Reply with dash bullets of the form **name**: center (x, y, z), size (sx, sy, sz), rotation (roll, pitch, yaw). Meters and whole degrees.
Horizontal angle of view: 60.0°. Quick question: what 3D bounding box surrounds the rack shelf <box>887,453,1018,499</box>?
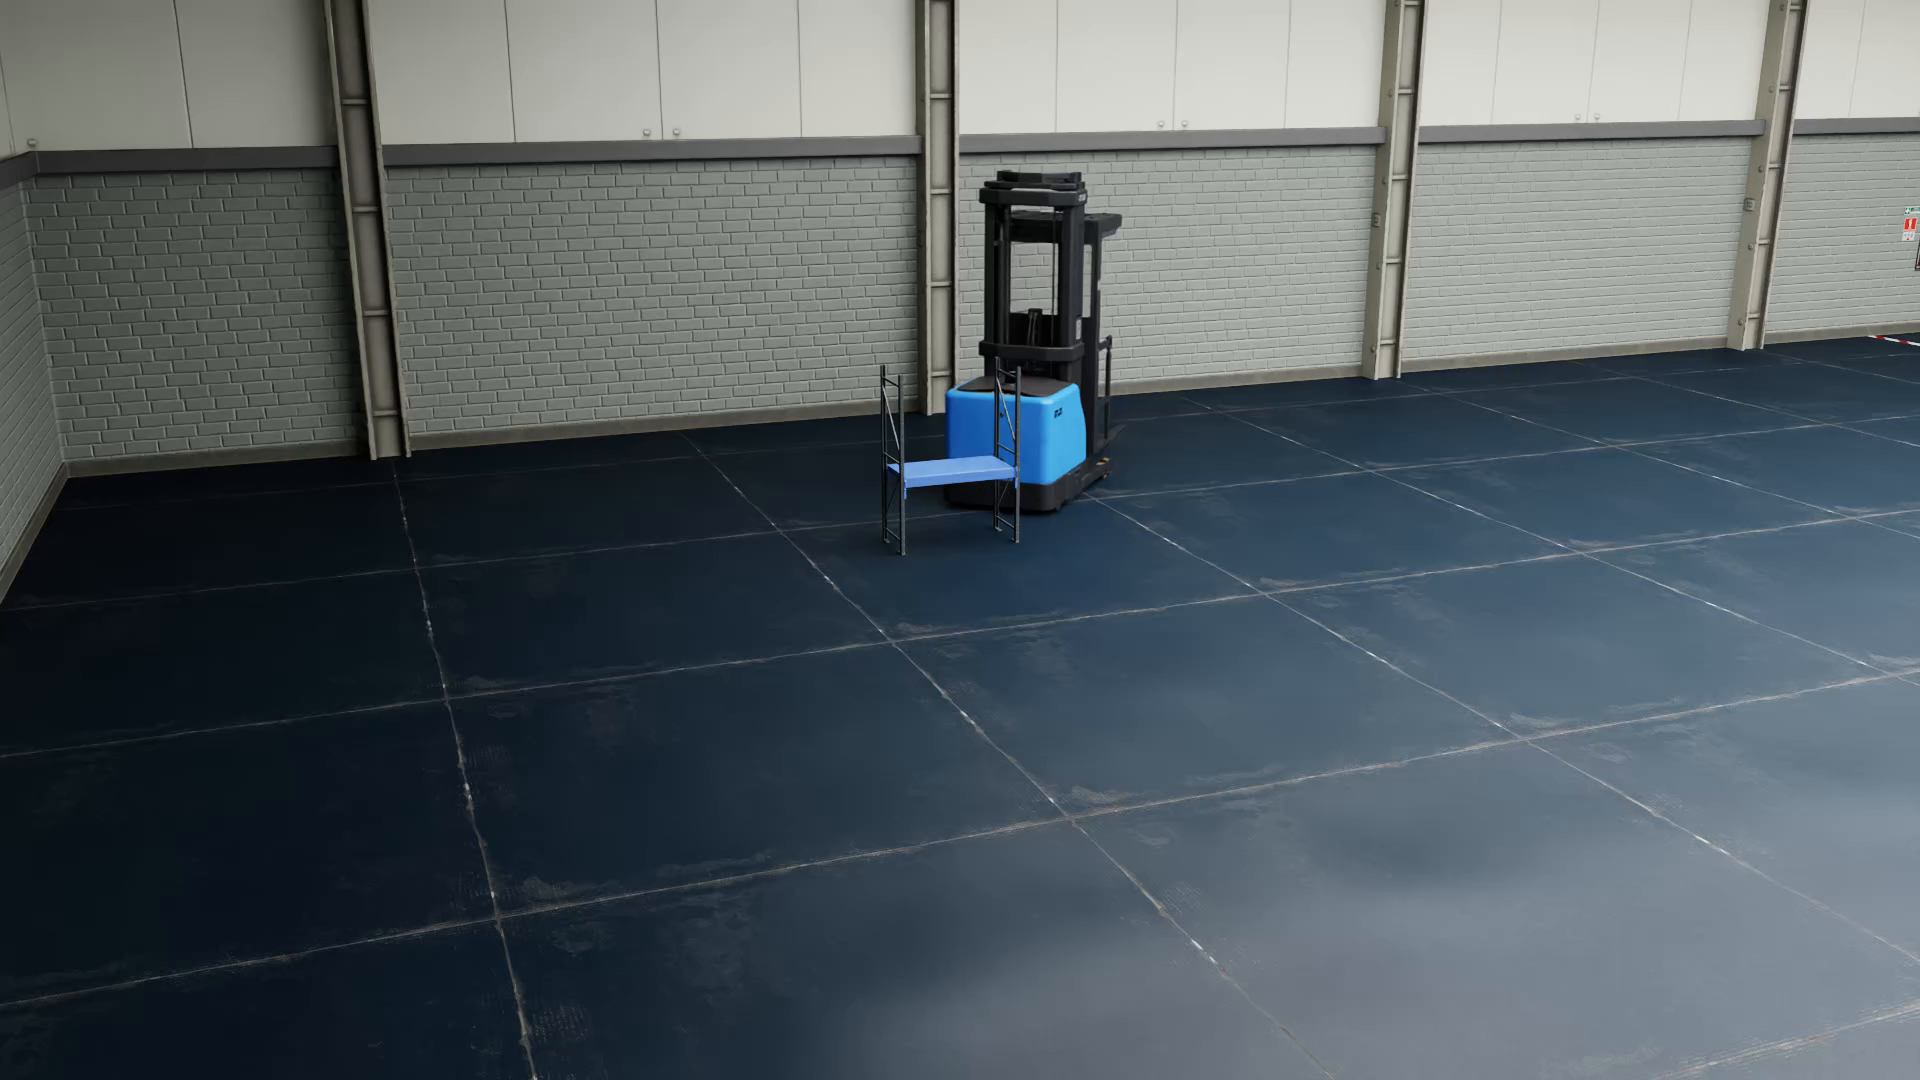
- **rack shelf**: center (-0.080, -0.538, 13.908), size (1.000, 0.185, 0.538), rotation (-6, 17, -20)

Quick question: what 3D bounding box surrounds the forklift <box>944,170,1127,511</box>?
- **forklift**: center (0.871, -2.036, 15.828), size (1.130, 2.935, 3.031), rotation (6, 18, 21)

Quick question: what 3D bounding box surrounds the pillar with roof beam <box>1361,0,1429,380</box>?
- **pillar with roof beam**: center (6.897, -5.267, 16.063), size (0.400, 9.000, 9.100), rotation (-6, 17, -20)

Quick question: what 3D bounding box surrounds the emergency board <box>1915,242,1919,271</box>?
- **emergency board**: center (14.226, -4.496, 24.085), size (0.626, 1.169, 0.157), rotation (-6, 17, -20)

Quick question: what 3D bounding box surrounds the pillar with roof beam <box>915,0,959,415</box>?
- **pillar with roof beam**: center (1.294, -4.662, 14.003), size (0.400, 9.000, 9.100), rotation (-6, 17, -20)

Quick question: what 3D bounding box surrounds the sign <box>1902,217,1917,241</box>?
- **sign**: center (13.687, -4.481, 23.969), size (0.234, 0.329, 0.001), rotation (-6, 17, -20)

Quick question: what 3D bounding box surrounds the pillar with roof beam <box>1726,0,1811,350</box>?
- **pillar with roof beam**: center (12.500, -5.872, 18.123), size (0.400, 9.000, 9.100), rotation (-6, 17, -20)

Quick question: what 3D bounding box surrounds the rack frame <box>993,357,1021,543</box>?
- **rack frame**: center (0.395, -0.762, 14.032), size (0.032, 1.500, 0.500), rotation (-6, 17, -20)

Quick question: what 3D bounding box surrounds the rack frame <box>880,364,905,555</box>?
- **rack frame**: center (-0.554, -0.660, 13.683), size (0.032, 1.500, 0.500), rotation (-6, 17, -20)

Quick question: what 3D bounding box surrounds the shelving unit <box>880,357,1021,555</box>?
- **shelving unit**: center (-0.080, -0.711, 13.858), size (1.048, 1.500, 0.538), rotation (-6, 17, -20)

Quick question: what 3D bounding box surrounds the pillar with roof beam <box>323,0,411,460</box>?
- **pillar with roof beam**: center (-4.309, -4.057, 11.944), size (0.400, 9.000, 9.100), rotation (-6, 17, -20)

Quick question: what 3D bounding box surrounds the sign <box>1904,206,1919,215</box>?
- **sign**: center (13.695, -4.733, 23.888), size (0.331, 0.109, 0.001), rotation (-6, 17, -20)
